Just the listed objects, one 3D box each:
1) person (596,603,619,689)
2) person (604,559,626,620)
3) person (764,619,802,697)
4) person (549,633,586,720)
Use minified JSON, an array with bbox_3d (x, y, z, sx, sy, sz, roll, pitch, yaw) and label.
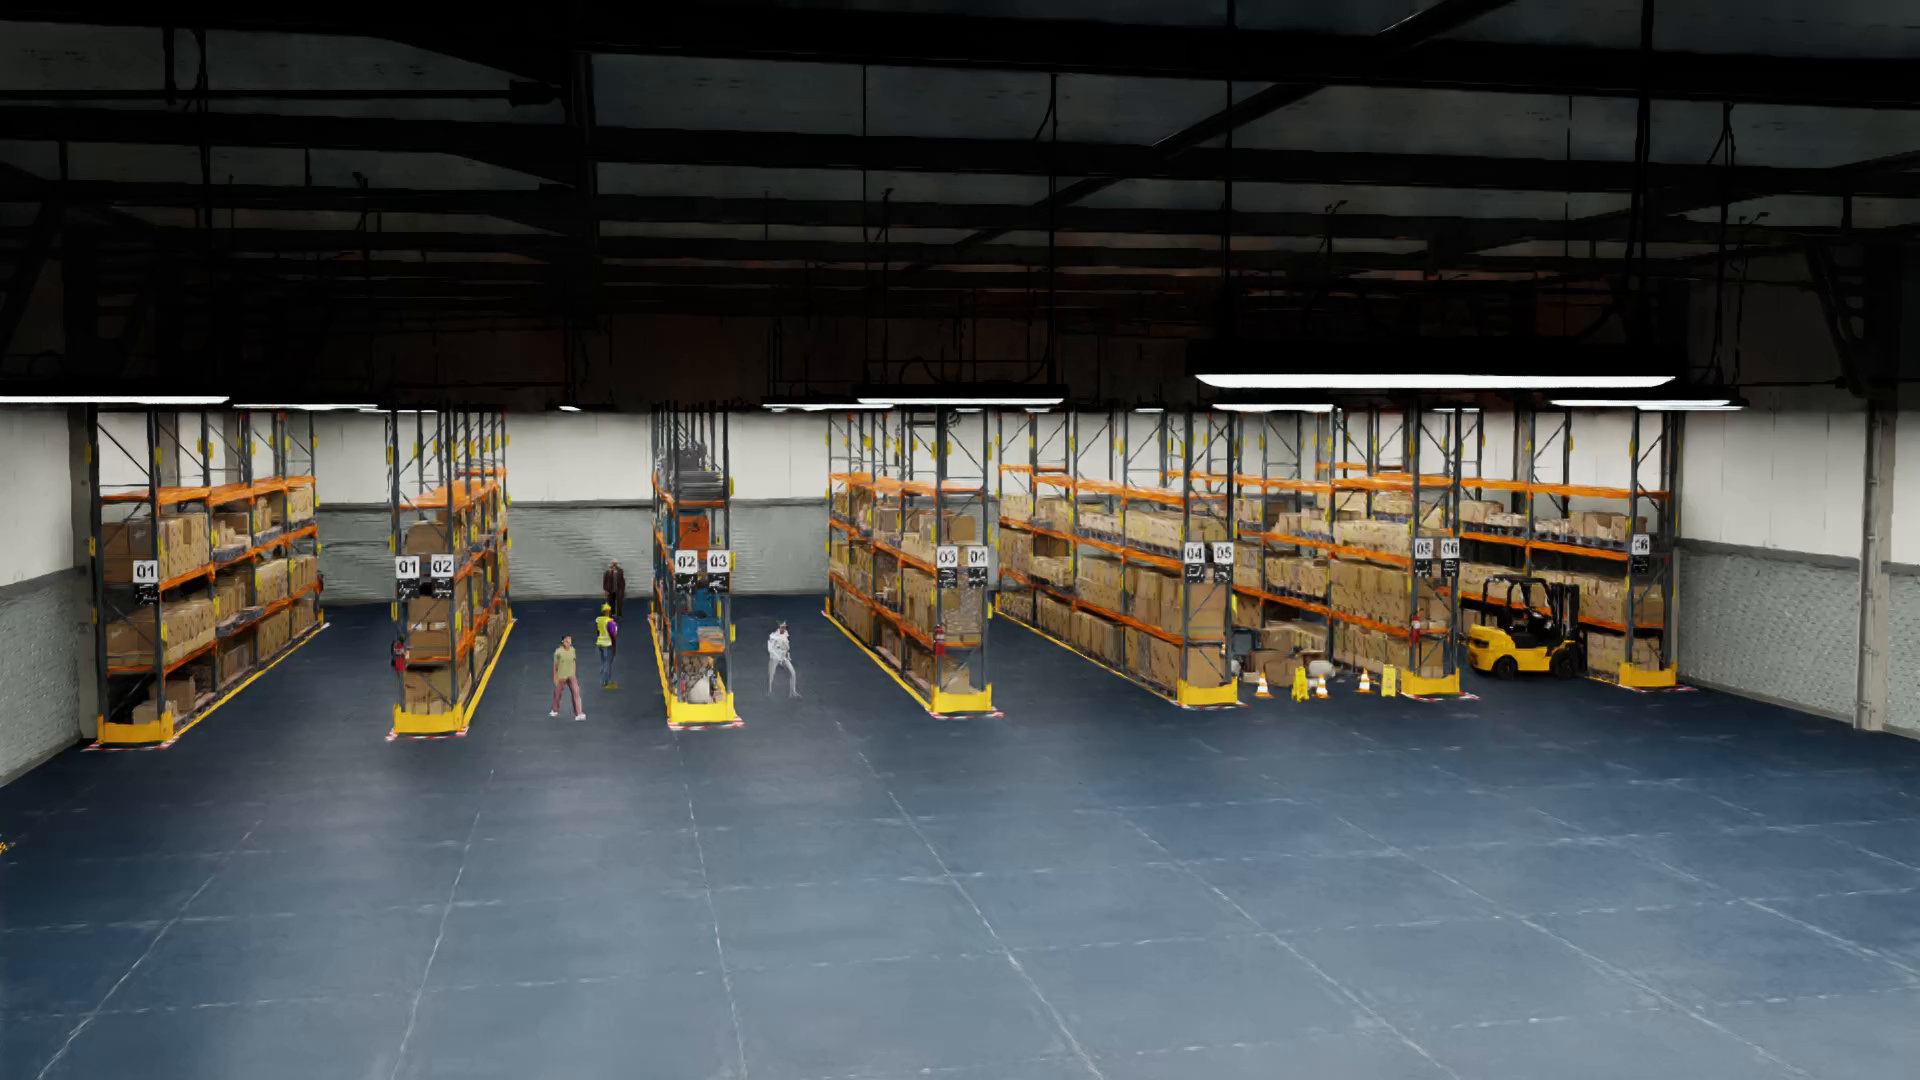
[{"bbox_3d":[-7.354,2.199,34.820,0.447,1.771,0.632,-4,6,-43],"label":"person"},{"bbox_3d":[-9.622,1.367,46.317,0.598,1.698,1.193,-1,4,-10],"label":"person"},{"bbox_3d":[-3.634,2.384,33.548,0.632,1.620,0.755,-3,5,-32],"label":"person"},{"bbox_3d":[-7.420,2.559,31.294,0.481,1.622,0.950,-3,5,-35],"label":"person"}]
